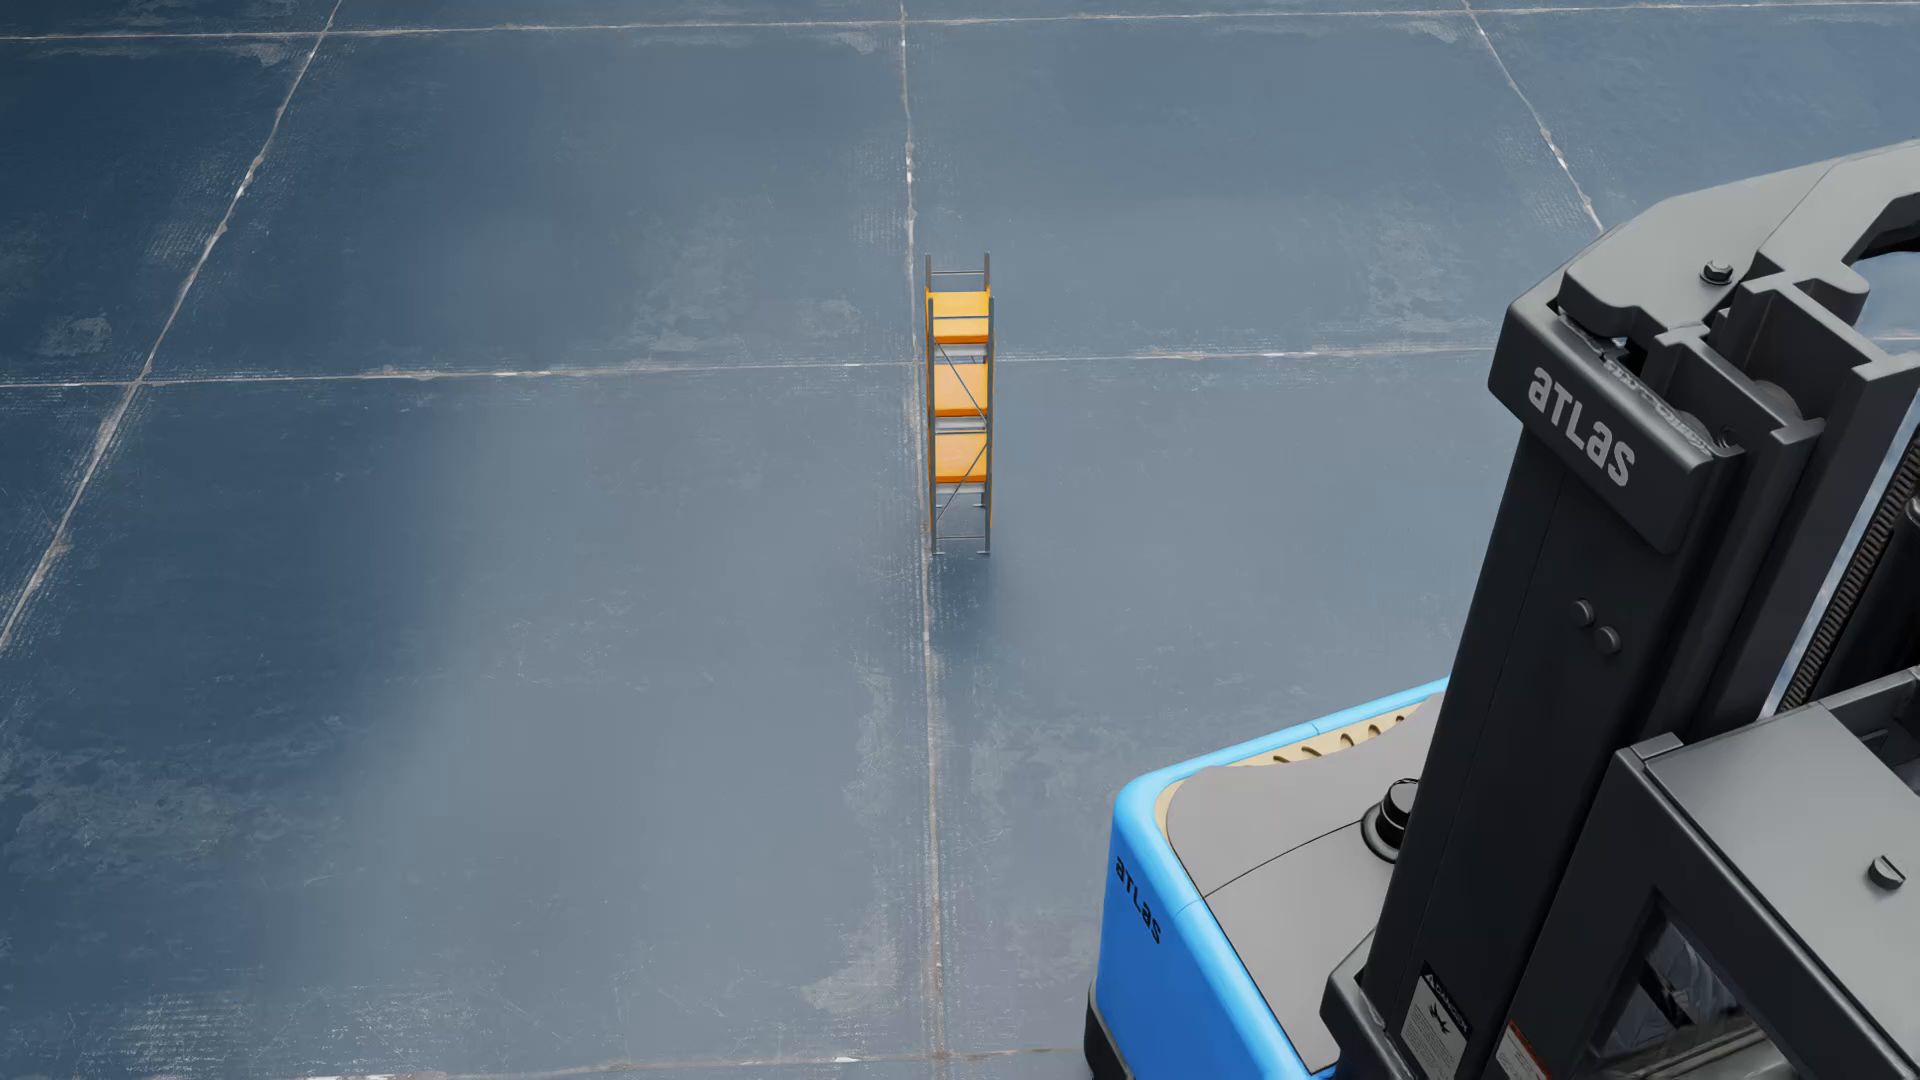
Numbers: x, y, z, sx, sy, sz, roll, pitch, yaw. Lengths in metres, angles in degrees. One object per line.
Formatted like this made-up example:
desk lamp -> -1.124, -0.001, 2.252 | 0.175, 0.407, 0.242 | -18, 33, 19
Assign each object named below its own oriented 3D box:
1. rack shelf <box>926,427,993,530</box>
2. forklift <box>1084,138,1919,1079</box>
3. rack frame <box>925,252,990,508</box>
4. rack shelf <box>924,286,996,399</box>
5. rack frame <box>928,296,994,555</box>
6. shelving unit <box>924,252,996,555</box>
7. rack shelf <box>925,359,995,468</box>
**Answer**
rack shelf -> -0.002, -0.210, 5.630 | 0.215, 0.259, 0.240 | -2, 43, -2
forklift -> 1.331, 1.044, 2.442 | 1.130, 2.935, 3.031 | -15, 45, -16
rack frame -> -0.007, -0.506, 5.525 | 0.200, 1.050, 0.008 | -2, 43, -2
rack shelf -> -0.002, -0.625, 5.250 | 0.215, 0.259, 0.240 | -2, 43, -2
rack frame -> 0.003, -0.341, 5.345 | 0.200, 1.050, 0.008 | -2, 43, -2
shelving unit -> -0.002, -0.423, 5.435 | 0.215, 1.050, 0.252 | -2, 43, -2
rack shelf -> -0.002, -0.415, 5.442 | 0.215, 0.259, 0.240 | -2, 43, -2
